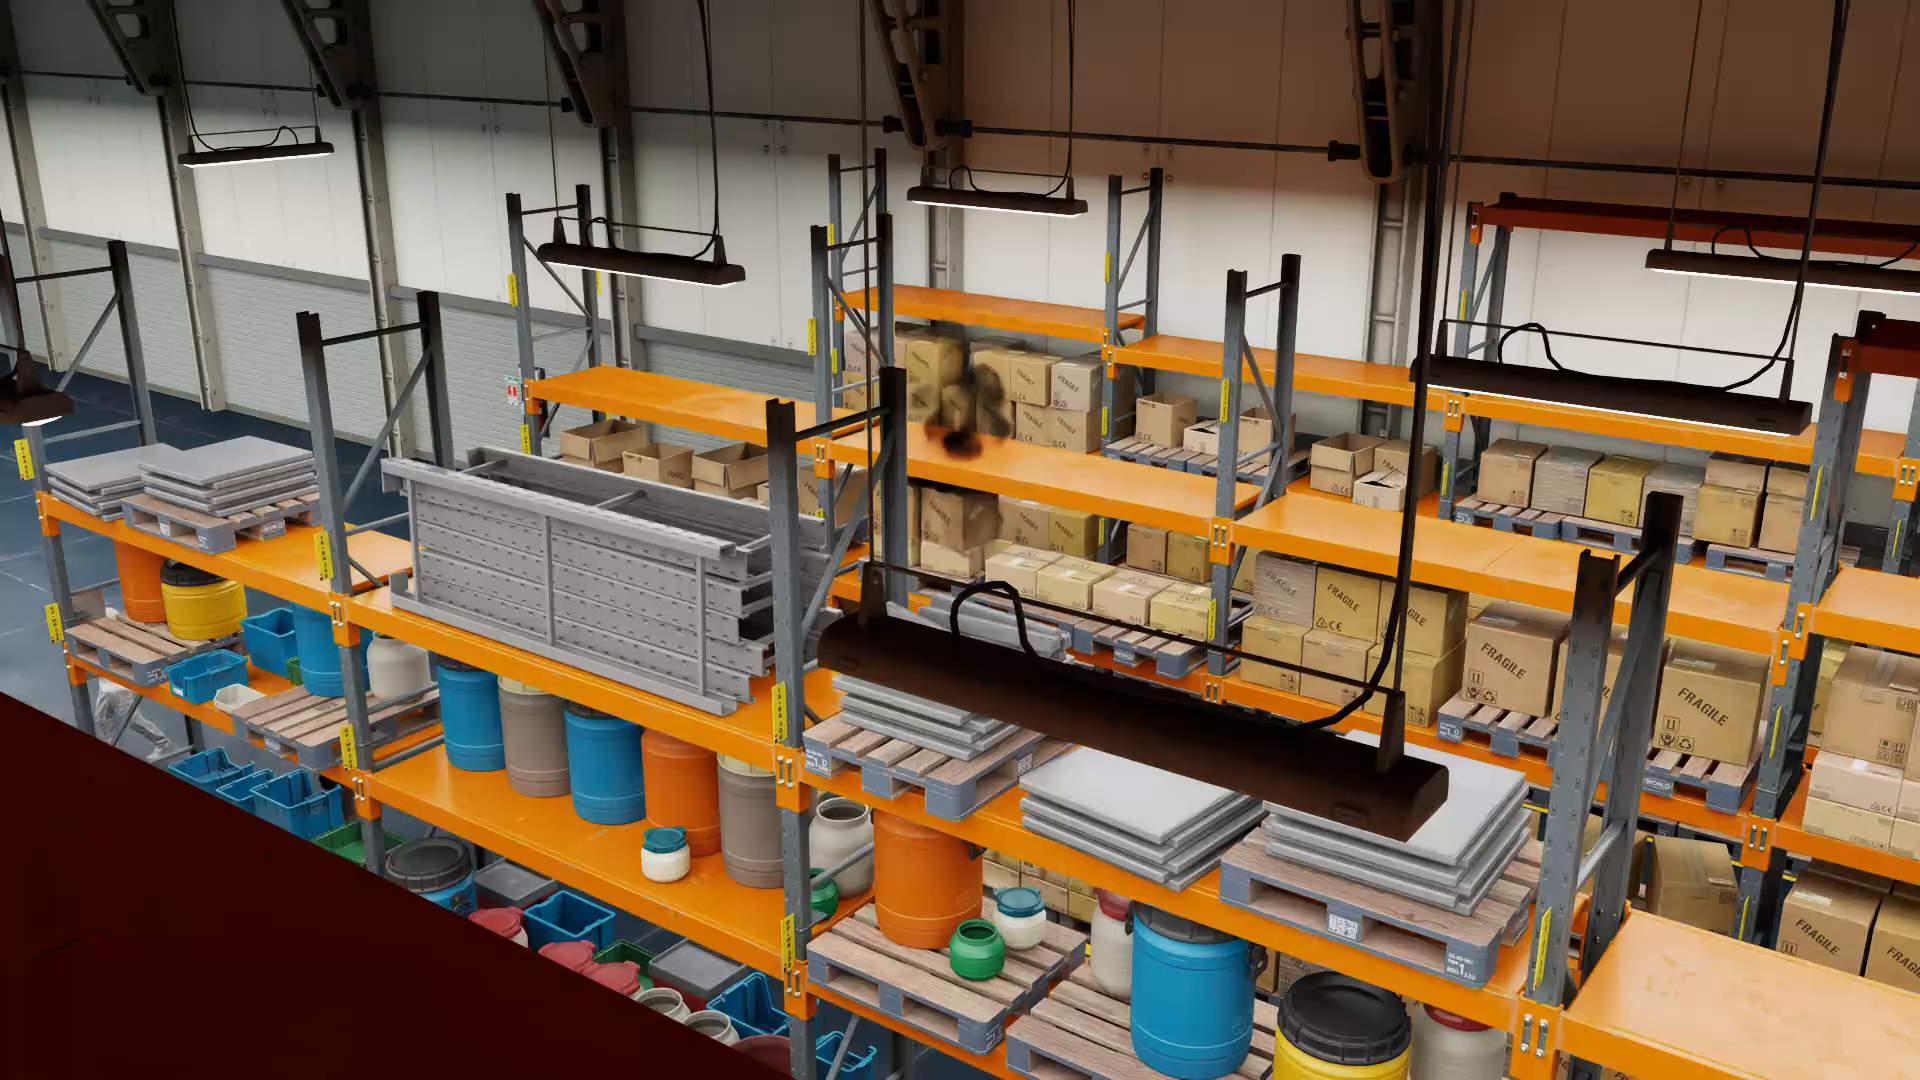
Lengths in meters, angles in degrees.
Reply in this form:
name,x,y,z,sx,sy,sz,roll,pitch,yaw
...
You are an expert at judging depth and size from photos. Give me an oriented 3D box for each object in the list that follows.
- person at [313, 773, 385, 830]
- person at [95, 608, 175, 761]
name,x,y,z,sx,sy,sz,roll,pitch,yaw
person,-5.809,2.278,15.680,0.860,1.701,0.697,8,20,24
person,-8.881,1.571,17.568,0.857,1.826,0.666,-10,21,-27
